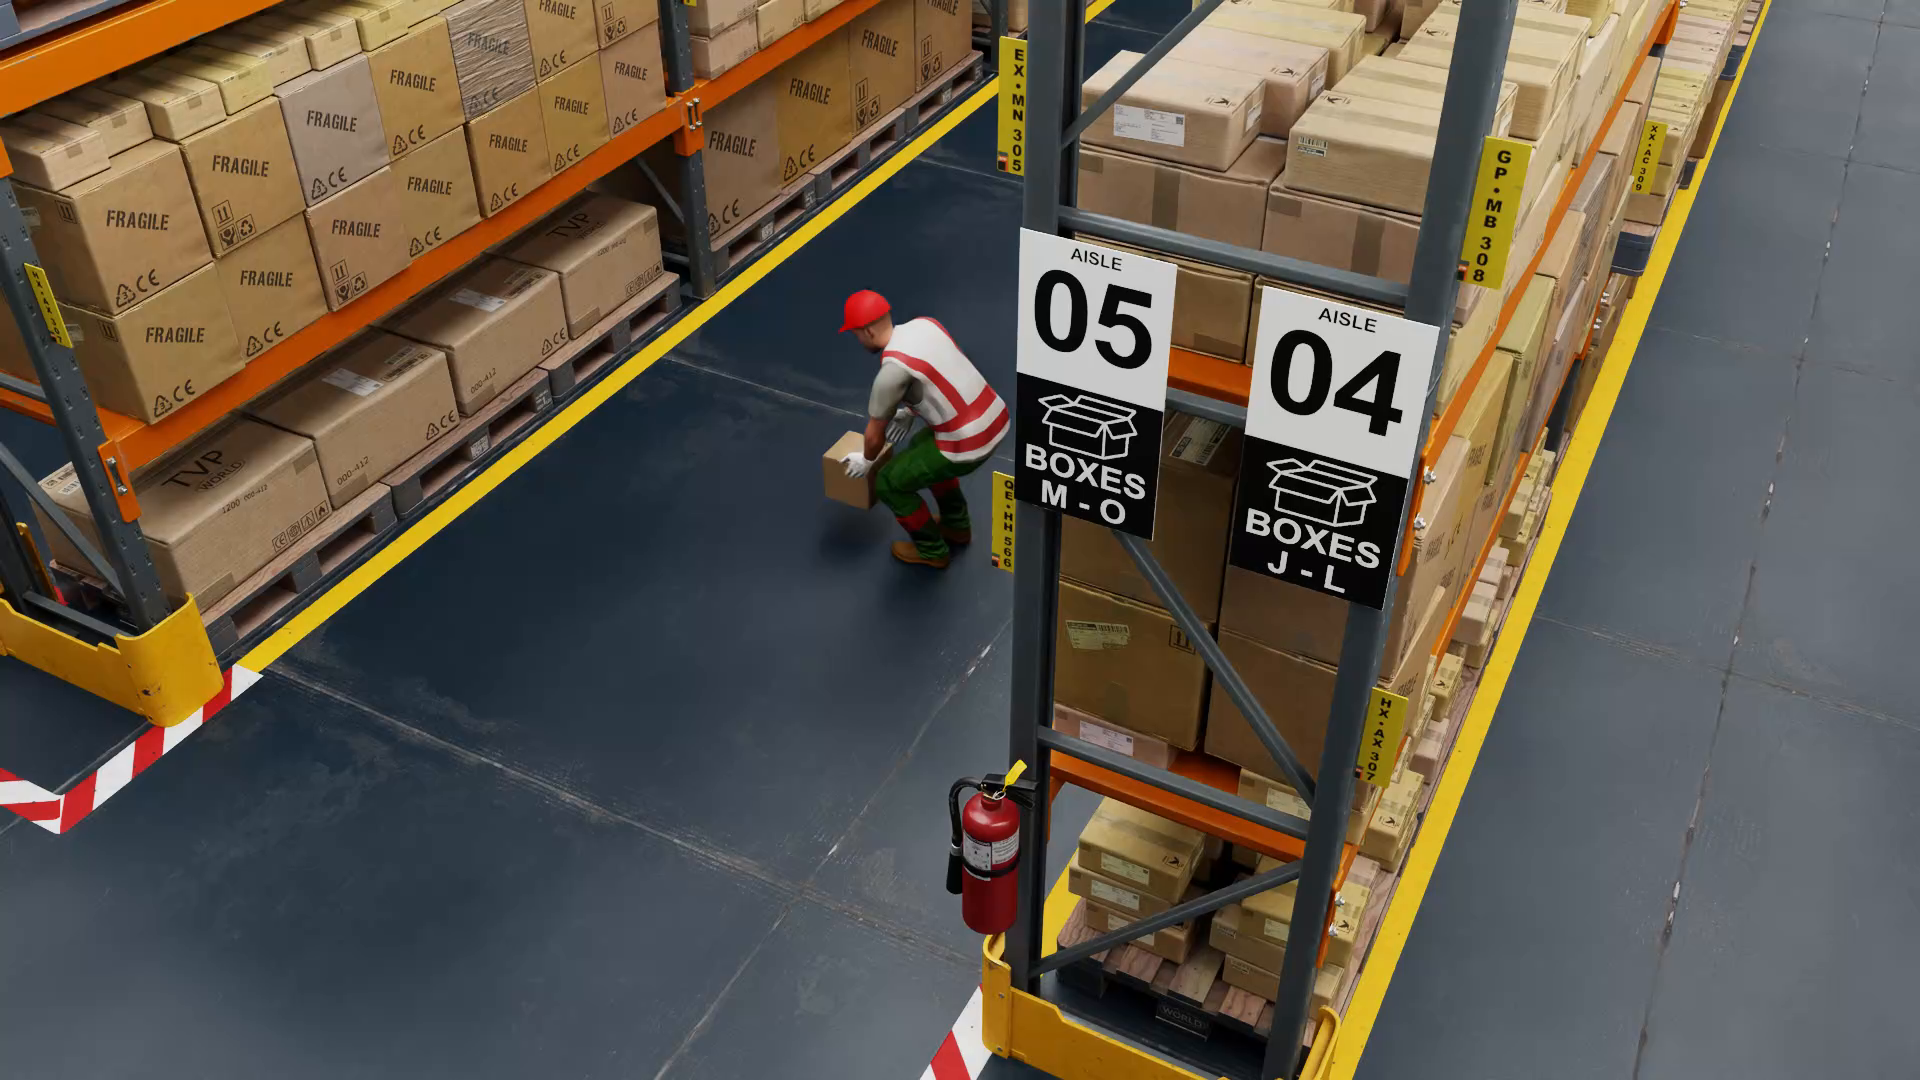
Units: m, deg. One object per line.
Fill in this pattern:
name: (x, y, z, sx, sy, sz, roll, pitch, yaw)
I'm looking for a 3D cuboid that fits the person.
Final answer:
person: (-0.182, -0.494, 7.728, 0.793, 1.354, 0.585, 18, 41, 21)
